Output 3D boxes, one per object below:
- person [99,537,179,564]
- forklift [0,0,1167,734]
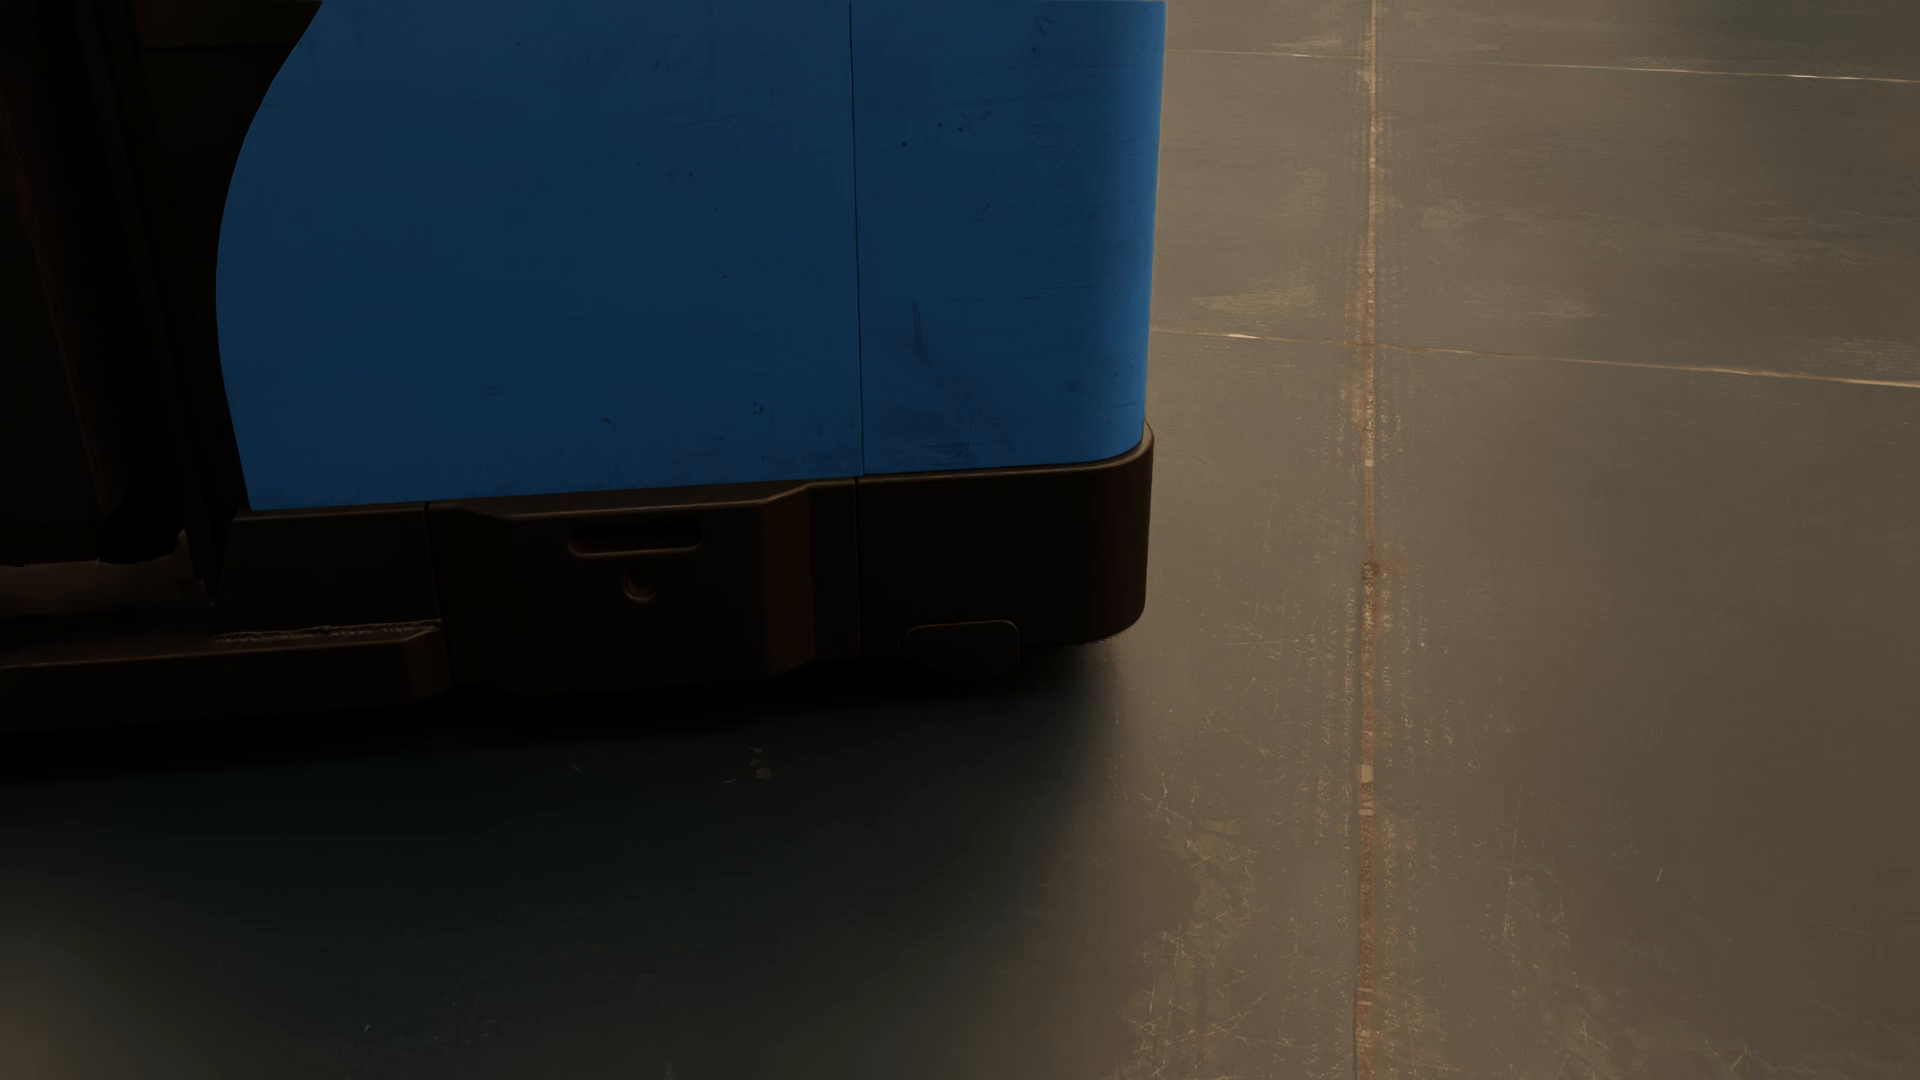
[{"bbox_3d":[-1.177,-0.843,2.309,0.826,1.581,0.919,20,33,34],"label":"person"},{"bbox_3d":[-1.318,-1.263,1.748,3.031,2.935,1.130,-4,27,-7],"label":"forklift"}]
